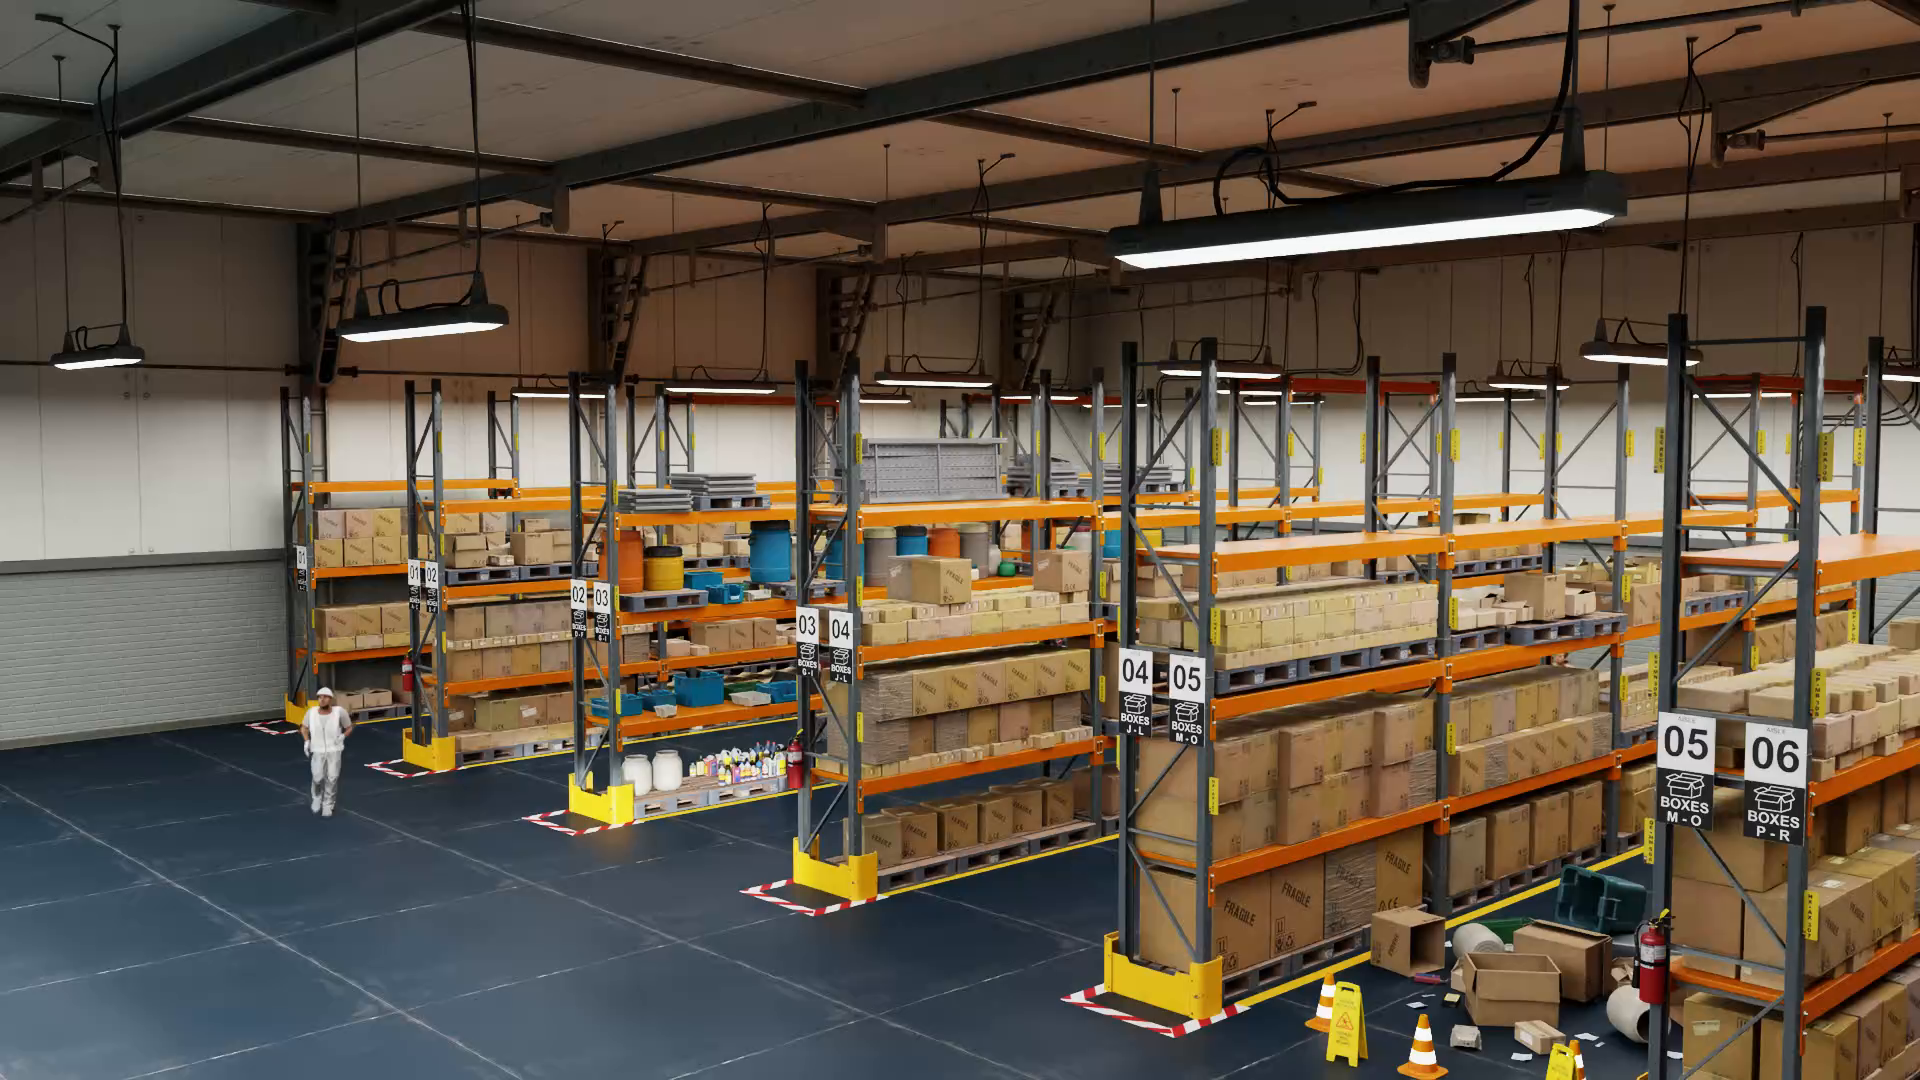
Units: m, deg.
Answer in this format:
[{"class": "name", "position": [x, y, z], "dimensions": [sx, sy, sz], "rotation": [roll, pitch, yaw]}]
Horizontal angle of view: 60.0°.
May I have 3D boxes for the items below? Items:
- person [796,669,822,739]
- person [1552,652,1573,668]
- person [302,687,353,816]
[{"class": "person", "position": [-2.571, 2.604, 27.650], "dimensions": [0.532, 1.577, 0.627], "rotation": [3, 5, 42]}, {"class": "person", "position": [9.821, 2.612, 27.074], "dimensions": [0.519, 1.708, 0.823], "rotation": [3, 5, 40]}, {"class": "person", "position": [-8.524, 2.857, 22.378], "dimensions": [0.655, 1.745, 0.597], "rotation": [-1, 4, -16]}]
